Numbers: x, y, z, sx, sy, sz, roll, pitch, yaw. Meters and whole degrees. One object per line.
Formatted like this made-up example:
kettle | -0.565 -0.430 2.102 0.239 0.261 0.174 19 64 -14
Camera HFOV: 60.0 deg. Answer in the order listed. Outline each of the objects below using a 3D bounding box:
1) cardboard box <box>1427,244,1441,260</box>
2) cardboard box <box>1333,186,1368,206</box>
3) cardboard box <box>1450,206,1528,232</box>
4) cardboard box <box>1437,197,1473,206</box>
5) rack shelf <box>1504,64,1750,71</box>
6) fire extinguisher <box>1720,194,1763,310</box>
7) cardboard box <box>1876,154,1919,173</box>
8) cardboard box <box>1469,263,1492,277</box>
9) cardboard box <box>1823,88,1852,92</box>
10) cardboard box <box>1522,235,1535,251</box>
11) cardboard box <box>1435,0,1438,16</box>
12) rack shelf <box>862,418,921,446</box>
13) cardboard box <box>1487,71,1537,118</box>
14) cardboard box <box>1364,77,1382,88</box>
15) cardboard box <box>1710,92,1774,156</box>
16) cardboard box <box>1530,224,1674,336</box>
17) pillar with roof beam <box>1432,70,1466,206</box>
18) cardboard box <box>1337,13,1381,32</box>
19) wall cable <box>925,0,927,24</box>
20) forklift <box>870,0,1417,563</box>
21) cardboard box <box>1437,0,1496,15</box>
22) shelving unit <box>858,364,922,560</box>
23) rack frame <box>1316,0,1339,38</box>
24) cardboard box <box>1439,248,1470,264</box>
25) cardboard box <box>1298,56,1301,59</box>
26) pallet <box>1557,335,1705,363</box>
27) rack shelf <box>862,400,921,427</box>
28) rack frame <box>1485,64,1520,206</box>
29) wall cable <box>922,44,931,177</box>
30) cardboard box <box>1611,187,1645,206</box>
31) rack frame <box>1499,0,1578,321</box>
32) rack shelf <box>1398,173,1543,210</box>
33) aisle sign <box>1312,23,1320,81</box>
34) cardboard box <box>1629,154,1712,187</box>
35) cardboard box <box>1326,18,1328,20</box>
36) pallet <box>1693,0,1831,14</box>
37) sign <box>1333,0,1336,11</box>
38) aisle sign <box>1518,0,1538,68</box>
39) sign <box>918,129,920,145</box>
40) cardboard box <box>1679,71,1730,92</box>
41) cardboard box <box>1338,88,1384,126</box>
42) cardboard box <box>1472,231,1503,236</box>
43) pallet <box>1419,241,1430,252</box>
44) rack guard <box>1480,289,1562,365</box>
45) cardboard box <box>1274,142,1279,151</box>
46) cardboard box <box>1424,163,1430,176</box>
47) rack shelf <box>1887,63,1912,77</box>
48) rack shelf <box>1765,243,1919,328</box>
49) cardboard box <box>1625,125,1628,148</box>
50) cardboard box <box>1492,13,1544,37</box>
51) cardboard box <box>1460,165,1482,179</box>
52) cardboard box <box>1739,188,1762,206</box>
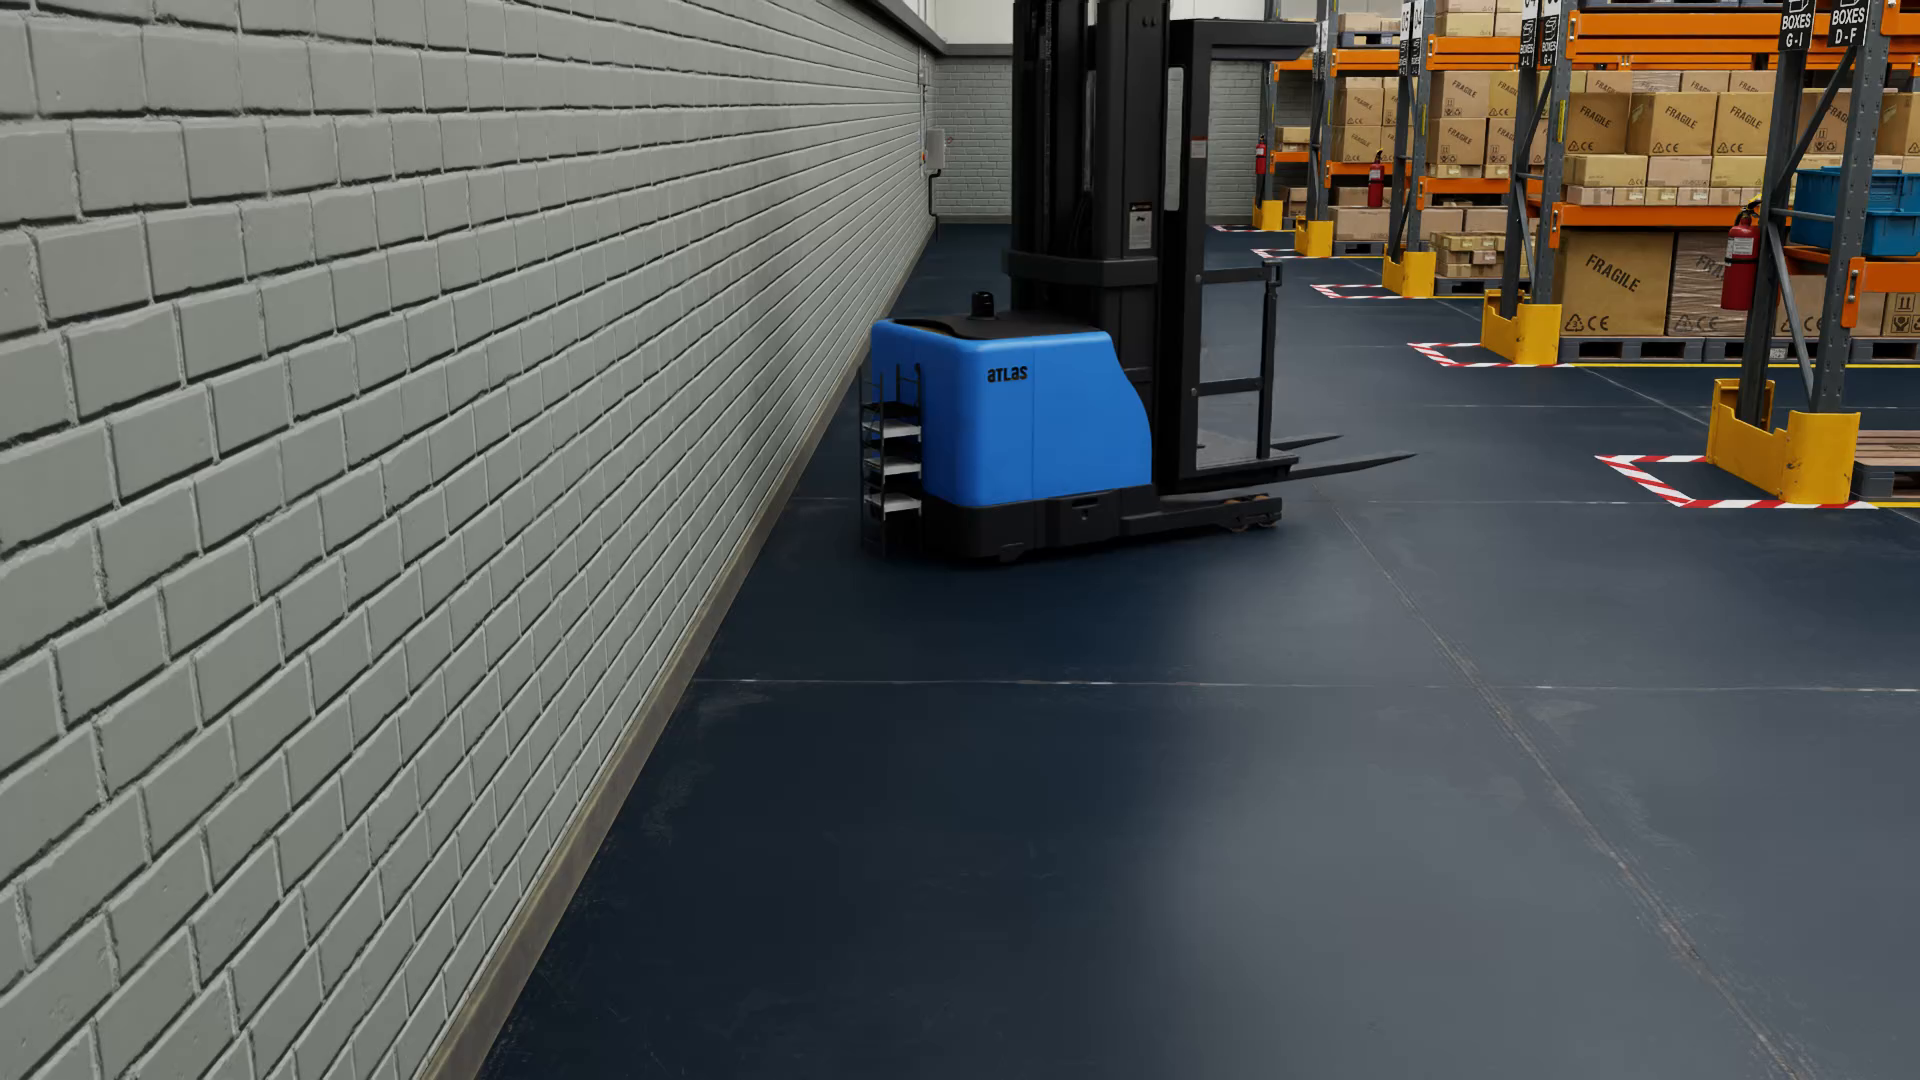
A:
cardboard box | 5.625 -3.361 19.383 0.250 0.149 0.380 0 15 0
cardboard box | 6.701 -5.803 28.533 0.500 0.500 0.700 1 15 4
cardboard box | 7.595 -4.562 23.950 0.875 0.438 0.875 0 15 0
cardboard box | 8.583 -5.794 28.868 0.500 0.311 0.500 1 15 3
rack shelf | 11.237 -7.916 27.994 4.000 0.370 1.077 0 15 1
fire extinguisher | 4.597 -1.695 9.769 0.183 0.674 0.296 0 15 1
cardboard box | 7.896 -3.043 13.706 0.500 0.250 0.500 1 15 3
cardboard box | 5.870 -3.082 18.908 0.250 0.149 0.380 0 15 1
cardboard box | 12.077 -6.004 23.062 0.500 0.500 0.500 1 15 2
cardboard box | 6.383 -3.360 18.794 0.250 0.149 0.380 0 15 -1
cardboard box | 5.557 -6.005 18.655 0.500 0.250 0.500 0 15 0
rack shelf | -0.335 -0.518 7.965 0.200 0.077 0.258 -8 17 -29
cardboard box | 6.037 -4.927 18.395 0.500 0.500 0.500 1 15 3
cardboard box | 5.727 -6.376 23.198 0.250 0.149 0.380 1 15 3
cardboard box | 6.354 -3.416 13.649 0.500 0.500 0.500 0 15 0
cardboard box | 5.505 -2.251 14.335 0.875 0.875 0.875 0 15 1
pillar with roof beam | 8.455 -8.864 24.296 0.400 9.000 9.100 0 15 1
cardboard box | 5.568 -7.236 23.281 0.500 0.250 0.500 -1 15 -4
wall cable | -0.447 -9.373 26.151 0.133 3.039 2.988 0 15 1
forklift | 1.076 -1.563 8.520 3.031 2.935 1.130 -8 17 -29
cardboard box | 5.533 -5.874 18.158 0.500 0.250 0.500 1 15 2
shelving unit | -0.334 -0.376 8.002 0.210 0.900 0.258 -8 17 -29
rack frame | 5.116 -8.487 22.869 0.127 3.000 1.000 0 15 1
cardboard box | 5.608 -3.223 18.859 0.250 0.149 0.380 1 15 4
cardboard box | 5.552 -8.120 27.849 0.250 0.149 0.380 1 15 3
pallet | 5.664 -1.726 14.467 1.213 0.211 1.003 0 15 1
rack shelf | -0.335 -0.605 7.942 0.200 0.077 0.258 -8 17 -29
rack frame | 9.238 -6.826 28.334 0.127 3.000 1.000 0 15 1
wall cable | -0.497 -6.470 24.993 0.122 1.984 0.588 0 15 1
cardboard box | 5.466 -2.850 13.755 0.250 0.149 0.380 0 15 1
rack frame | 4.863 -3.059 14.056 0.127 3.000 1.000 0 15 1
rack shelf | 7.090 -3.963 18.890 4.000 0.370 1.077 0 15 1
aisle sign | 5.052 -6.923 23.605 0.004 0.787 0.394 0 15 1
cardboard box | 5.855 -3.057 13.758 0.500 0.250 0.500 0 15 1
cardboard box | 6.184 -8.541 27.683 0.500 0.250 0.500 0 15 1
pallet | 6.827 -4.457 13.649 1.213 0.211 1.003 0 15 1
sign | 5.096 -7.356 22.594 0.005 0.325 0.100 0 15 1
aisle sign | 4.798 -4.393 14.016 0.004 0.787 0.394 0 15 1
sign | -0.584 -5.736 23.672 0.001 0.218 0.327 0 15 1
cardboard box | 8.095 -4.909 18.328 0.500 0.500 0.500 0 15 0
cardboard box | 5.588 -6.043 23.207 0.500 0.500 0.500 0 15 0
cardboard box | 6.138 -3.511 19.368 0.250 0.149 0.380 0 15 0
pallet | 7.134 -4.244 24.014 1.213 0.211 1.003 0 15 1
rack guard | 4.839 -1.851 14.375 0.348 0.500 1.175 0 15 1
cardboard box | 5.577 -6.797 28.716 0.250 0.149 0.380 0 15 1
cardboard box | 5.424 -4.272 19.145 0.250 0.149 0.380 0 15 1
rack shelf | 15.113 -6.624 23.097 4.000 0.370 1.077 0 15 1
rack shelf | 6.736 -1.435 9.311 4.000 0.370 1.077 0 15 1
cardboard box | 7.067 -4.437 18.499 0.500 0.500 0.500 0 15 0
cardboard box | 6.059 -5.629 18.209 0.500 0.250 0.500 1 15 3
cardboard box | 5.661 -4.125 18.588 0.250 0.149 0.380 1 15 3
cardboard box | 6.495 -2.844 13.731 0.250 0.149 0.380 0 15 1
